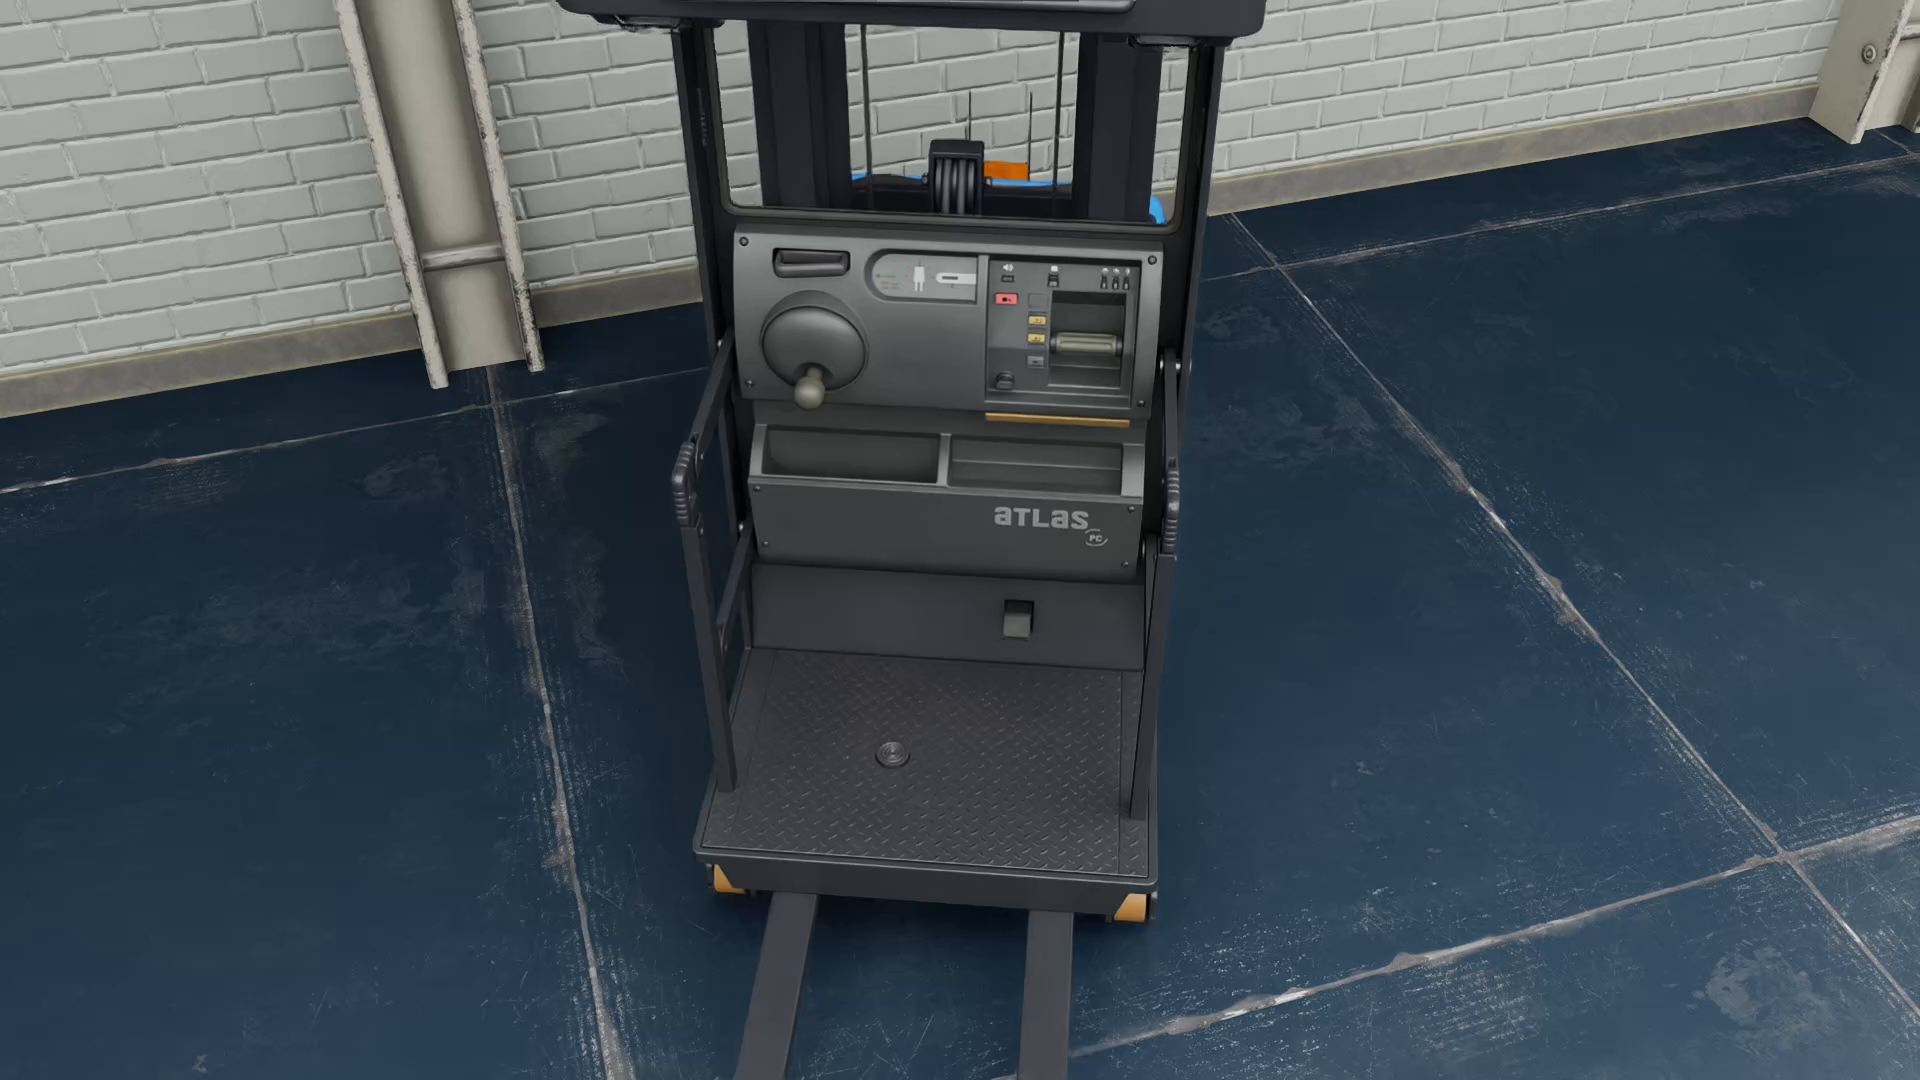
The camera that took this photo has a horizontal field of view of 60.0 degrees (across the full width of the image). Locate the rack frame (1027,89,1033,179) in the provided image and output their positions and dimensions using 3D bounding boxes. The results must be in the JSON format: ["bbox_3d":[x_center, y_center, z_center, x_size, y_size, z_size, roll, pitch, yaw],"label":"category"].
[{"bbox_3d":[0.208,-0.818,5.274,0.006,1.200,0.240,2,41,3],"label":"rack frame"}]

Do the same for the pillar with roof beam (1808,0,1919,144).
[{"bbox_3d":[5.299,-2.540,1.318,0.400,9.000,9.100,-12,42,-13],"label":"pillar with roof beam"}]

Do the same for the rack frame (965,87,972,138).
[{"bbox_3d":[0.025,-0.825,5.283,0.006,1.200,0.240,2,41,3],"label":"rack frame"}]

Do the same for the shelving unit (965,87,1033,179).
[{"bbox_3d":[0.116,-0.822,5.279,0.189,1.200,0.258,2,41,3],"label":"shelving unit"}]

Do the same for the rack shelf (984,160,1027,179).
[{"bbox_3d":[0.116,-1.059,5.071,0.180,0.103,0.258,2,41,3],"label":"rack shelf"}]

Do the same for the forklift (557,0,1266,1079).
[{"bbox_3d":[-0.047,-0.387,3.466,1.130,2.935,3.031,3,41,4],"label":"forklift"}]
